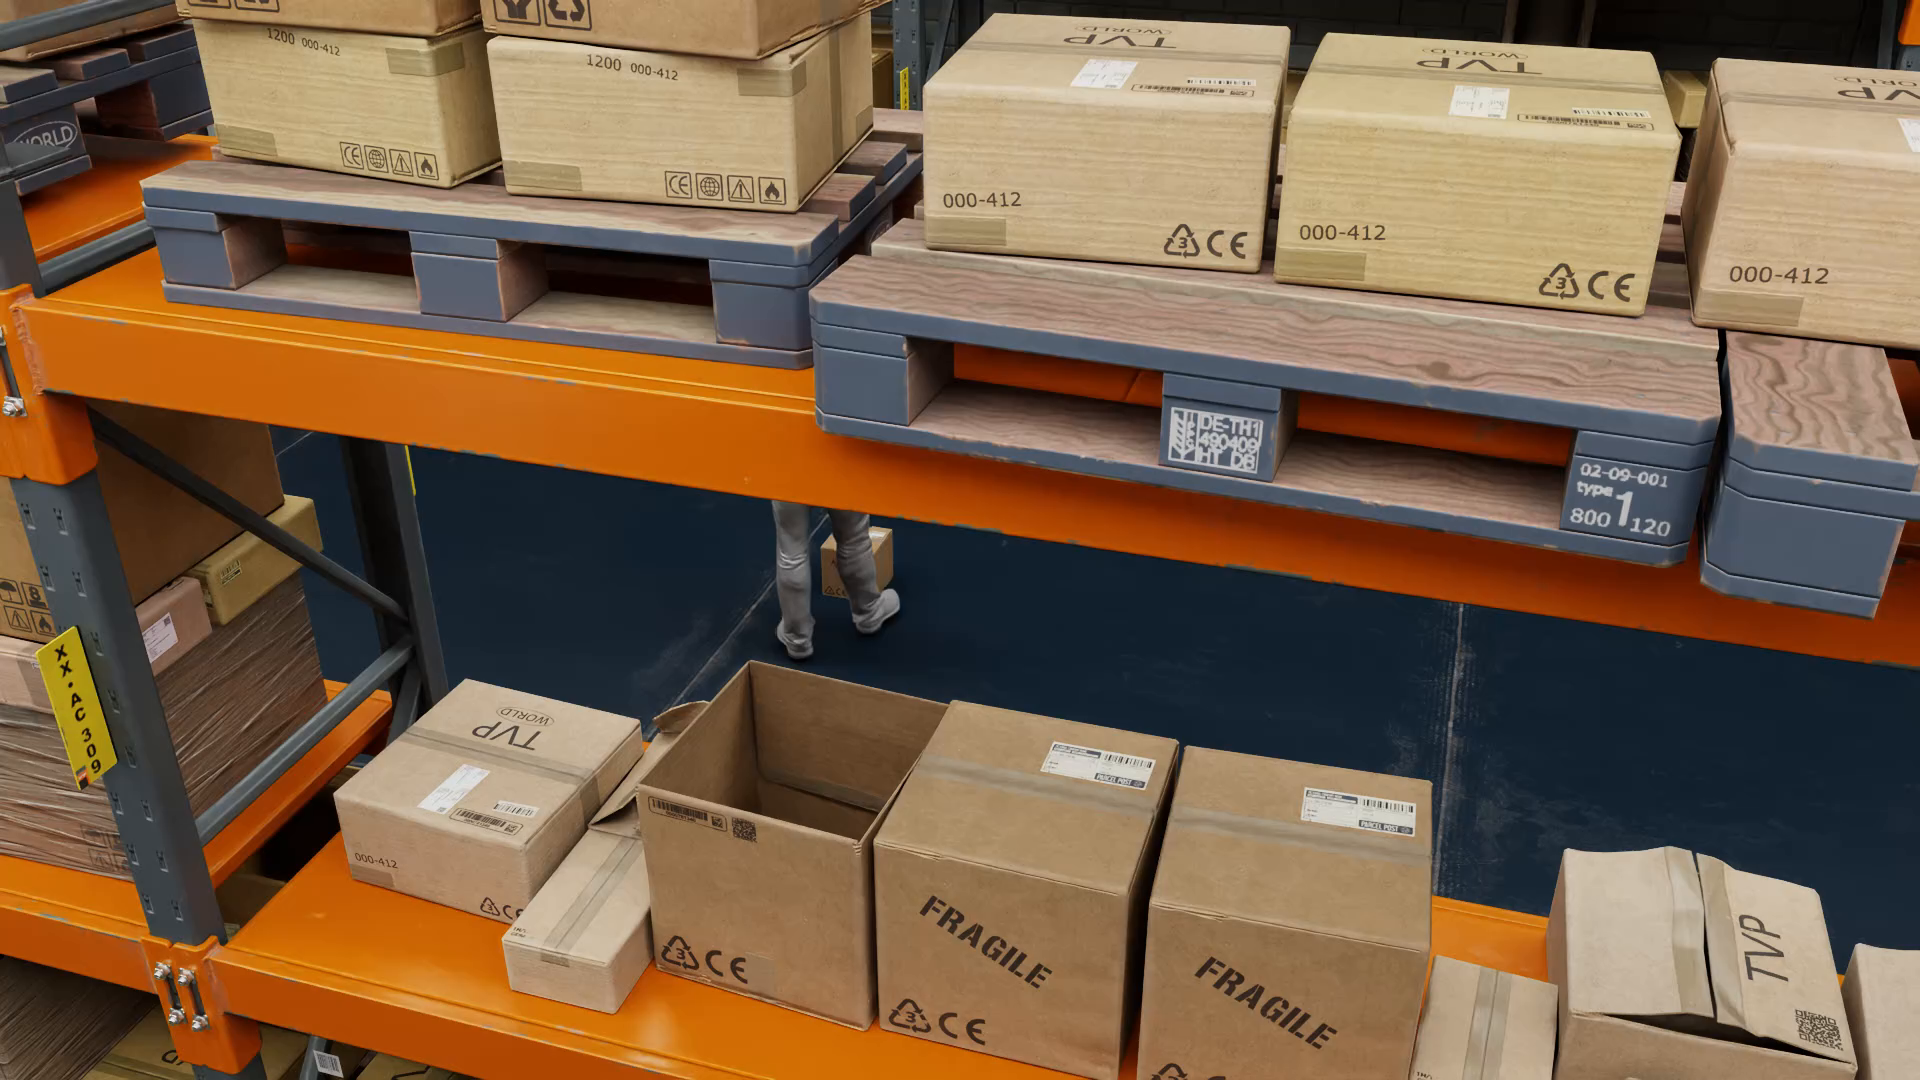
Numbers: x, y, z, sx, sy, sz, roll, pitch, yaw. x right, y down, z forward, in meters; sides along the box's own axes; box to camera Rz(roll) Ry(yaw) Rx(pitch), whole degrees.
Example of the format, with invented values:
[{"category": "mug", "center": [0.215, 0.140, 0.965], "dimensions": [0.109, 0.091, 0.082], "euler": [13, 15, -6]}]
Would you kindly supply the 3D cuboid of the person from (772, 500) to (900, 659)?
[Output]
[{"category": "person", "center": [-0.565, -0.386, 6.768], "dimensions": [0.630, 1.764, 0.570], "euler": [6, 30, 11]}]
